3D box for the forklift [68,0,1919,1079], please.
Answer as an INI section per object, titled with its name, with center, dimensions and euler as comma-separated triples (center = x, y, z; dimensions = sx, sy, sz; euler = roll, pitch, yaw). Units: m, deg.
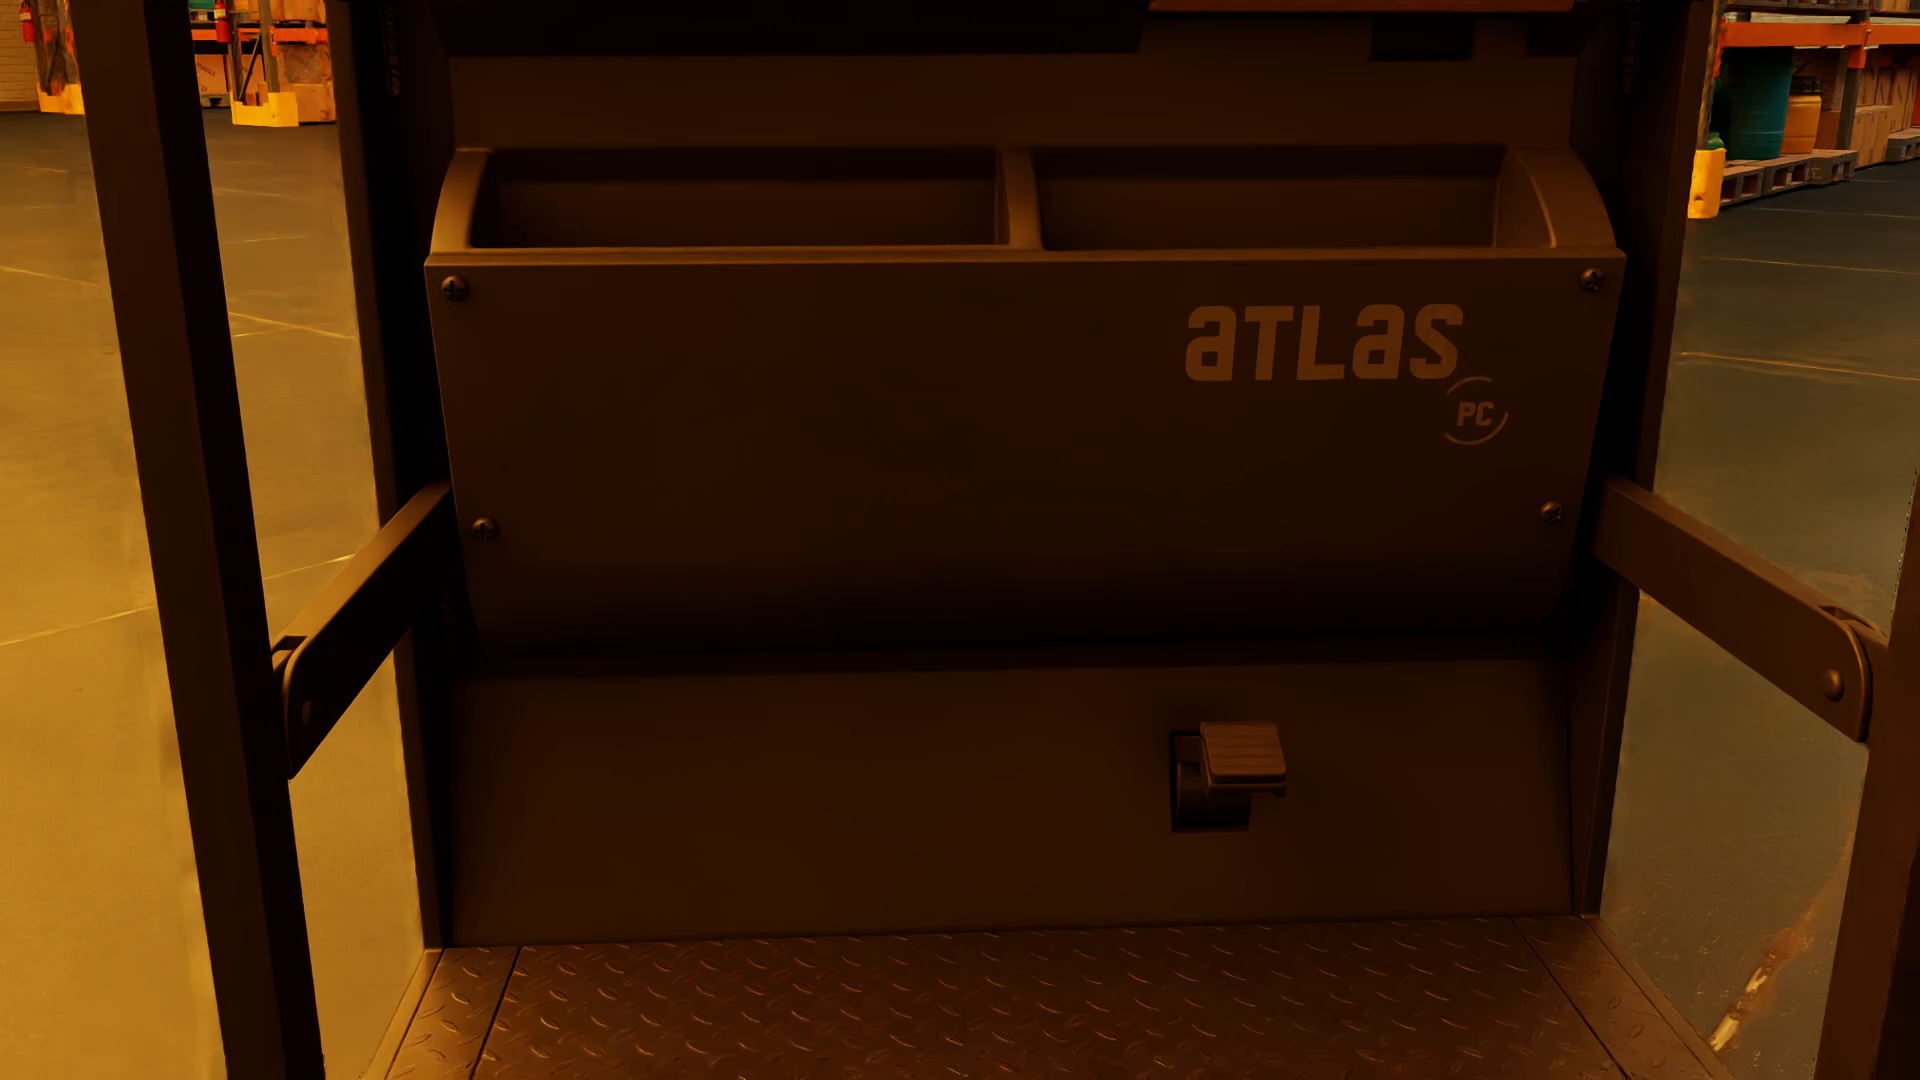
[forklift]
center = 0.069, -0.641, 1.008
dimensions = 1.130, 2.935, 3.031
euler = -1, 17, -3
